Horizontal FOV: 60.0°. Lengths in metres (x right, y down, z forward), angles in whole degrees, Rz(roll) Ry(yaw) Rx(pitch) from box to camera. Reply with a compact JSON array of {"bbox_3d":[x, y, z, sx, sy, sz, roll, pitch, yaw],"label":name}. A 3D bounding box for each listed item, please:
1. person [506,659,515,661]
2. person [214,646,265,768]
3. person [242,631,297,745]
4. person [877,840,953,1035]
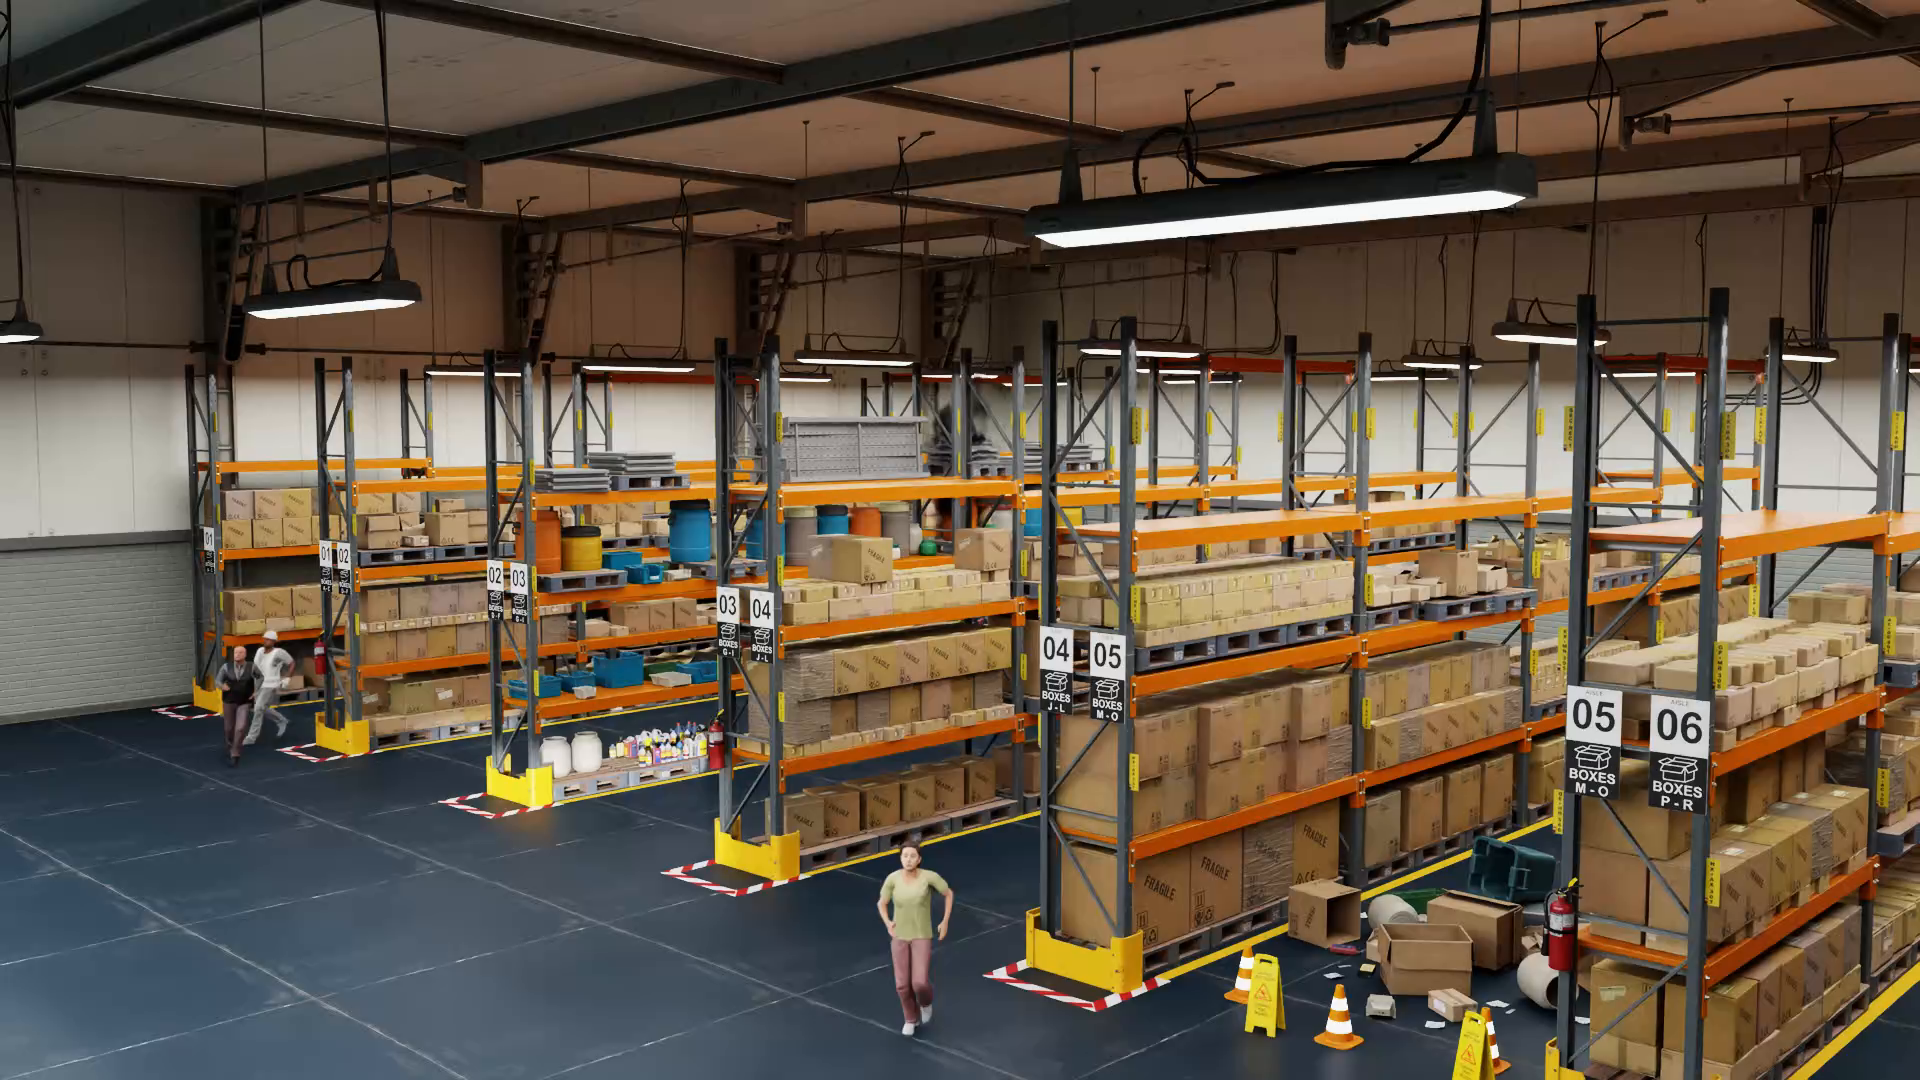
[{"bbox_3d":[-7.970,2.079,29.269,0.592,1.732,0.851,4,6,43],"label":"person"},{"bbox_3d":[-10.647,2.427,24.577,0.669,1.737,0.883,-1,5,-14],"label":"person"},{"bbox_3d":[-10.832,2.284,25.921,0.734,1.747,0.996,3,5,32],"label":"person"},{"bbox_3d":[-0.384,3.294,13.767,0.616,1.633,0.560,1,4,7],"label":"person"}]
